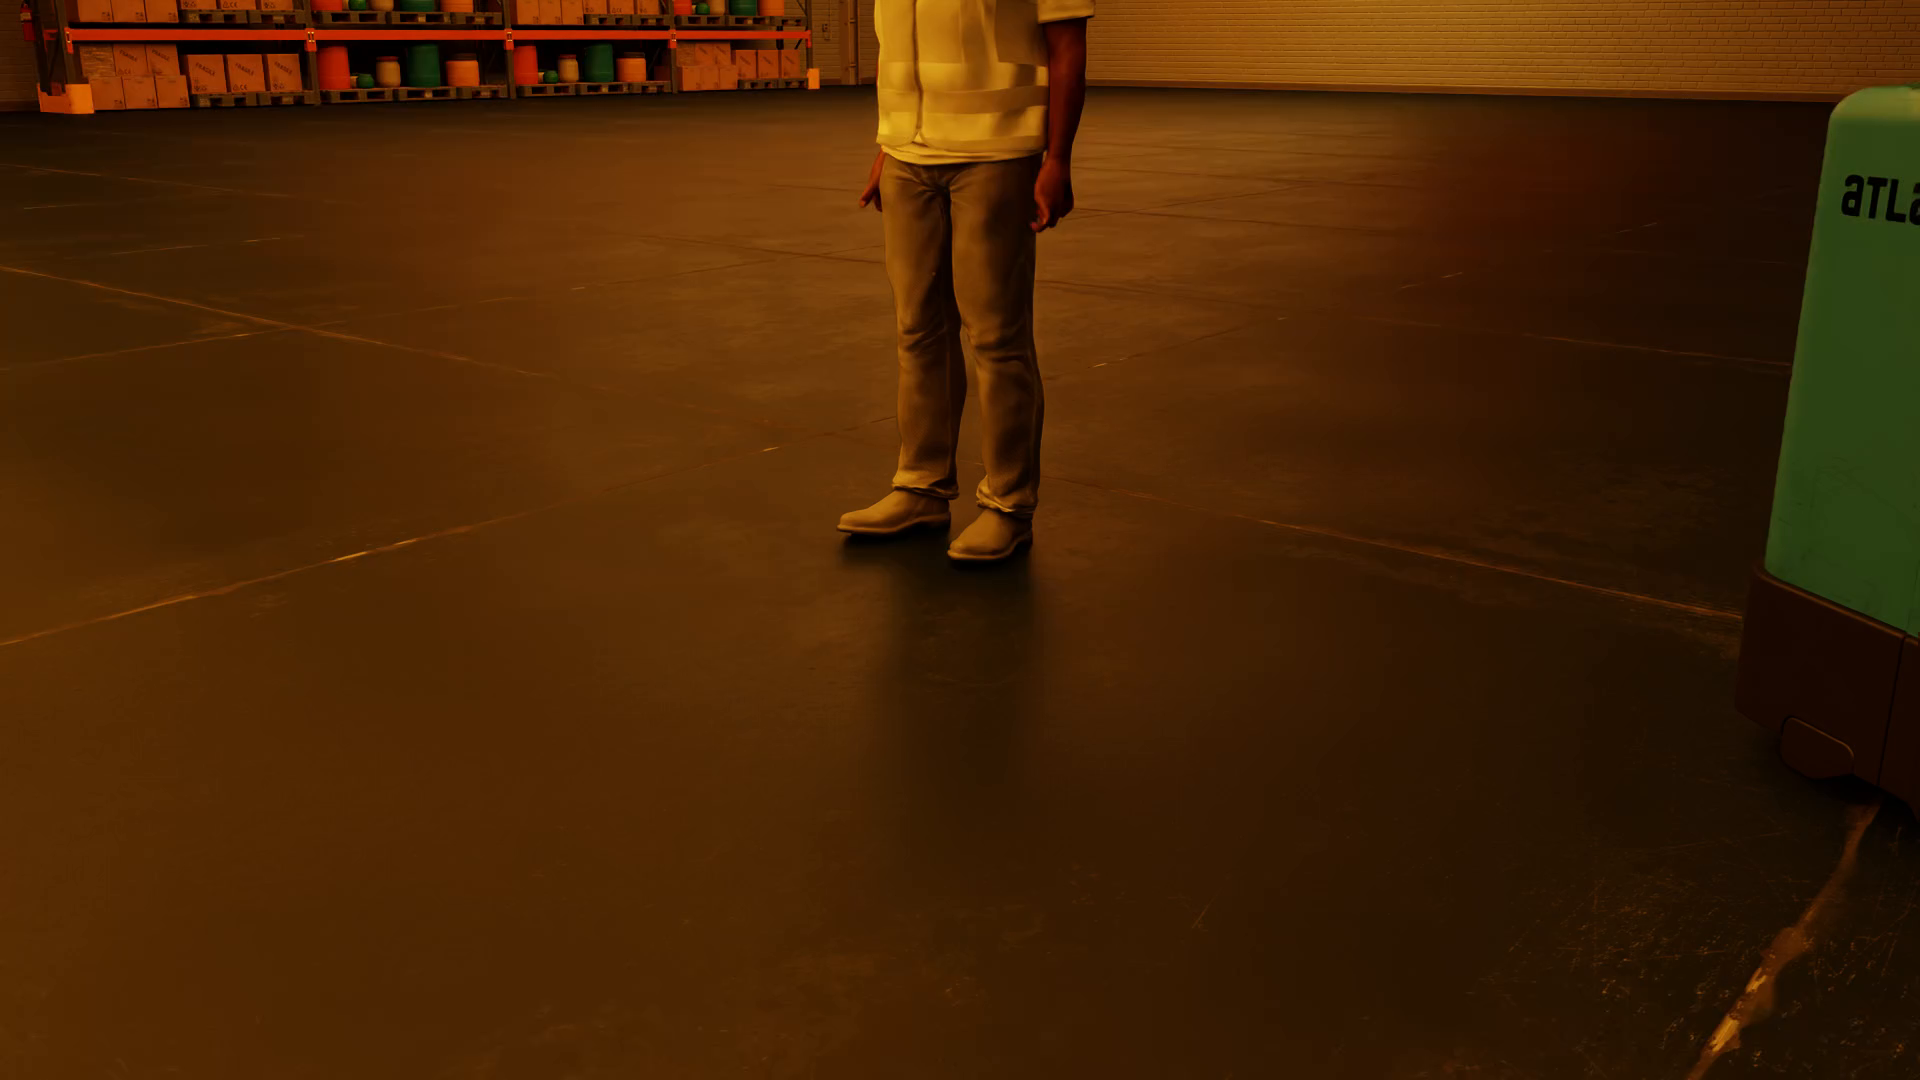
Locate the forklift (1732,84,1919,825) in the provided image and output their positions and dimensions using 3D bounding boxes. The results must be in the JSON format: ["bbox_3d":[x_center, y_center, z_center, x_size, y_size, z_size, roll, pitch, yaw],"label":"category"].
[{"bbox_3d":[2.175,-0.687,1.159,1.130,2.935,3.031,-5,17,-15],"label":"forklift"}]

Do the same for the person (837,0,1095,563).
[{"bbox_3d":[0.006,-0.842,3.678,0.556,1.770,0.388,13,21,37],"label":"person"}]
